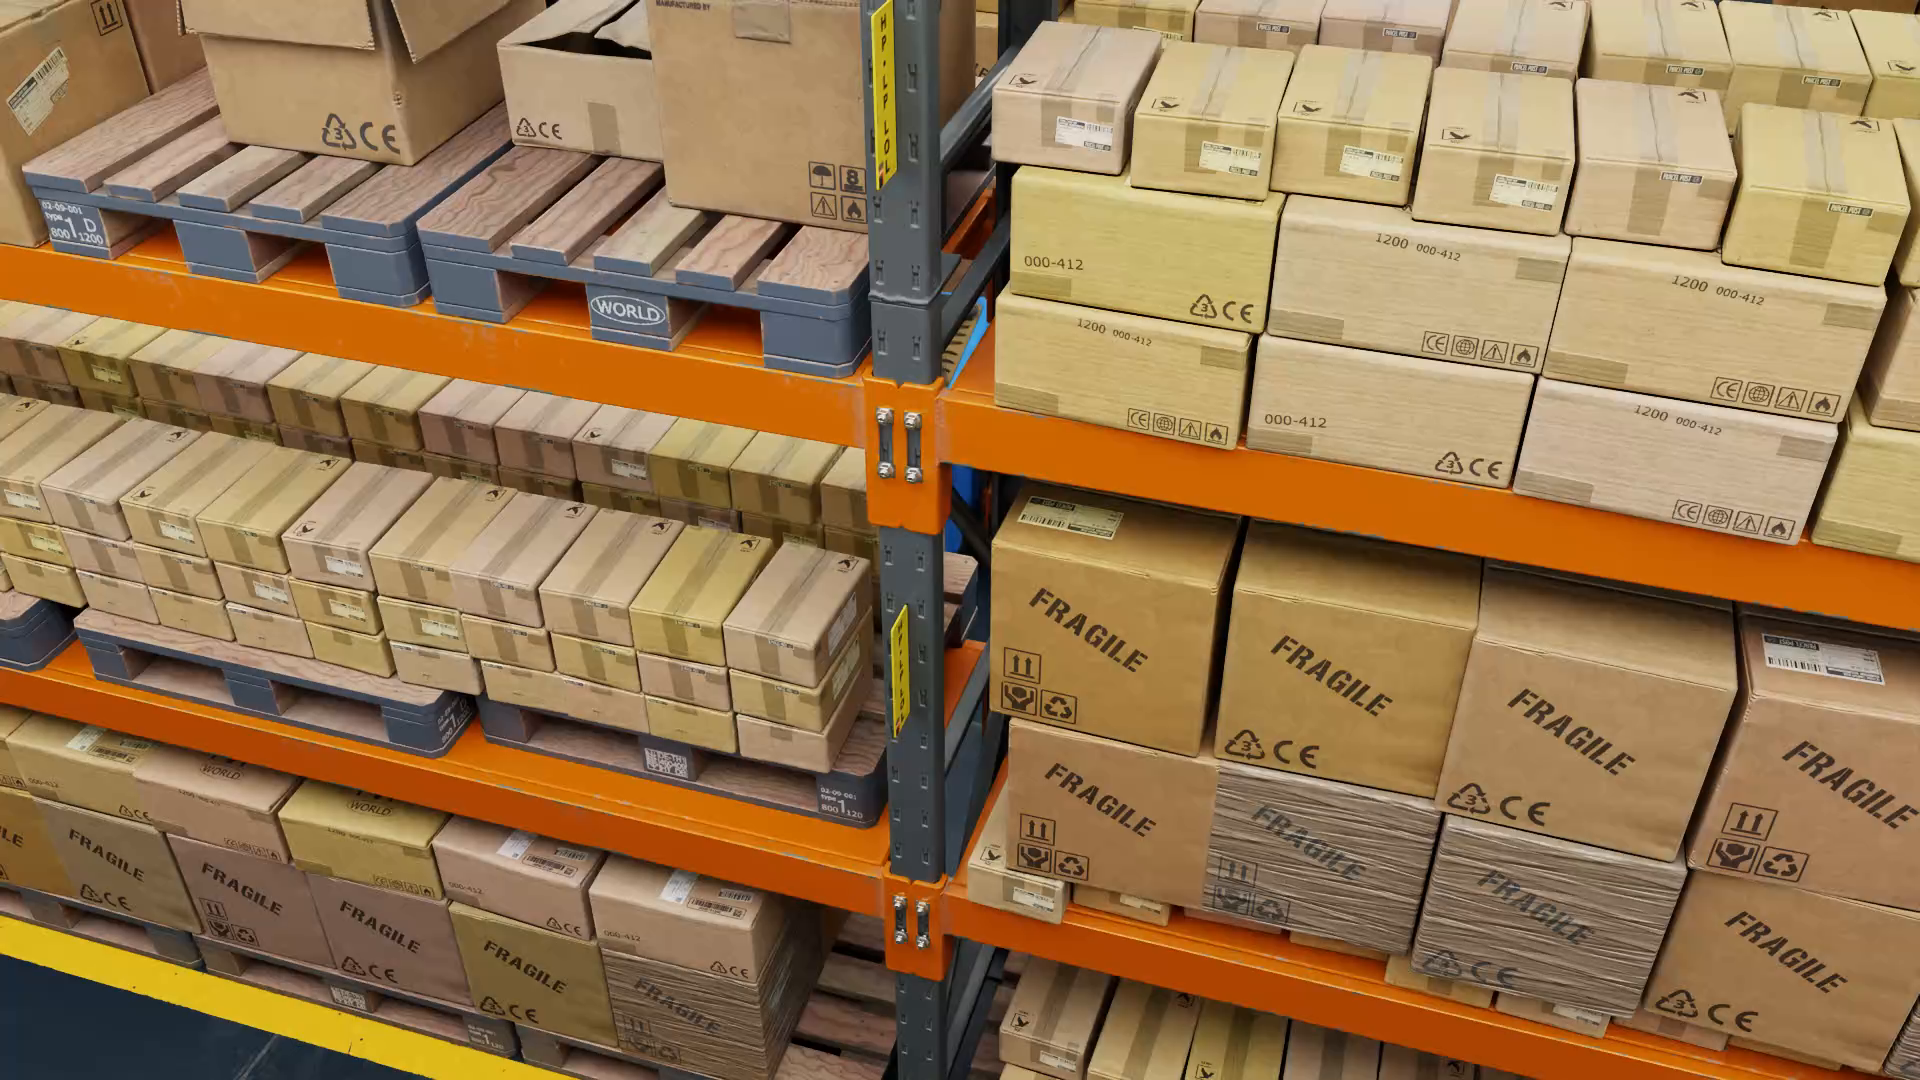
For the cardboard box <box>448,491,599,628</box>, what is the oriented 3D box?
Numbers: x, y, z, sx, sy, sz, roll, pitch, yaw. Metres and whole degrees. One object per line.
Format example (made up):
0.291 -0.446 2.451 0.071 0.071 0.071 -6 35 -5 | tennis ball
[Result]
-1.169 0.048 4.510 0.250 0.149 0.380 10 38 14 | cardboard box

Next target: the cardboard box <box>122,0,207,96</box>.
-2.214 -1.370 4.466 0.500 0.500 0.500 10 38 14 | cardboard box

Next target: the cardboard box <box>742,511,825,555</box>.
-0.461 -0.106 4.970 0.250 0.149 0.380 10 37 13 | cardboard box

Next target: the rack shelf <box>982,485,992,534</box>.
0.644 -0.191 7.473 1.000 0.278 0.538 8 37 10 | rack shelf

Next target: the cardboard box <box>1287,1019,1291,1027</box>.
1.154 1.369 5.159 0.250 0.149 0.380 11 38 14 | cardboard box

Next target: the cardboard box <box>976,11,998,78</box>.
0.102 -2.480 8.505 0.500 0.500 0.500 10 38 13 | cardboard box

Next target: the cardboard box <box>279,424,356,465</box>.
-1.953 -0.382 5.345 0.250 0.149 0.380 11 38 15 | cardboard box

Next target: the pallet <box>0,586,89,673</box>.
-3.080 -0.108 5.528 1.003 0.211 1.213 10 38 14 | pallet

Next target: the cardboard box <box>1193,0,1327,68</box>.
0.661 -1.111 3.567 0.250 0.149 0.380 11 38 15 | cardboard box

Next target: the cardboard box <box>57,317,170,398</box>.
-2.699 -0.639 5.443 0.250 0.149 0.380 12 38 15 | cardboard box

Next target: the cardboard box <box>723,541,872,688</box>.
-0.416 0.188 4.319 0.250 0.149 0.380 12 38 16 | cardboard box

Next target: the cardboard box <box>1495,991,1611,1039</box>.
1.470 0.998 4.075 0.250 0.149 0.380 12 38 16 | cardboard box

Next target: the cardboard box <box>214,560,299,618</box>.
-1.903 0.033 4.781 0.250 0.149 0.380 12 38 16 | cardboard box

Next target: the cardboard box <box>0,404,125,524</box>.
-2.666 -0.228 4.885 0.250 0.149 0.380 9 37 12 | cardboard box

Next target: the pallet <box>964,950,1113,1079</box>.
0.677 1.678 5.292 1.213 0.211 1.003 10 38 14 | pallet

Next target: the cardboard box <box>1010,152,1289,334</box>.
0.413 -0.672 3.306 0.500 0.250 0.500 12 38 15 | cardboard box

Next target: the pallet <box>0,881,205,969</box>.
-3.047 1.011 6.198 1.213 0.211 1.003 10 38 14 | pallet

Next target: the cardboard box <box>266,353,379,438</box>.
-1.954 -0.501 5.256 0.250 0.149 0.380 12 38 16 | cardboard box

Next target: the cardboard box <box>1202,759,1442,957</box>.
0.898 0.610 4.056 0.500 0.500 0.500 10 38 14 | cardboard box

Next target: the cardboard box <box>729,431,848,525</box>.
-0.481 -0.227 4.883 0.250 0.149 0.380 12 38 15 | cardboard box

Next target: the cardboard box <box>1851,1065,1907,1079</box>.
2.245 1.089 3.951 0.250 0.149 0.380 9 37 12 | cardboard box

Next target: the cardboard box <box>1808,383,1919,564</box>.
1.859 -0.179 3.059 0.500 0.250 0.500 12 38 16 | cardboard box

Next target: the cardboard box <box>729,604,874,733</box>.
-0.413 0.310 4.405 0.250 0.149 0.380 12 38 15 | cardboard box

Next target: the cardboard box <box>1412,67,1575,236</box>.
0.972 -0.714 3.027 0.250 0.149 0.380 9 37 13 | cardboard box

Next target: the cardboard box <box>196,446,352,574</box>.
-1.917 -0.089 4.696 0.250 0.149 0.380 10 38 13 | cardboard box

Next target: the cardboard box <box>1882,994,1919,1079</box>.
2.361 0.891 3.673 0.500 0.500 0.500 11 38 14 | cardboard box

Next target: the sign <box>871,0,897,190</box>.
-0.137 -0.804 3.013 0.005 0.325 0.100 10 38 14 | sign

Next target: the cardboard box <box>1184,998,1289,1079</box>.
0.794 1.473 4.767 0.250 0.149 0.380 10 38 13 | cardboard box

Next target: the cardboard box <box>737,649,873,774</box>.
-0.413 0.430 4.492 0.250 0.149 0.380 10 37 13 | cardboard box

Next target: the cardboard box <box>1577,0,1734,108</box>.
1.403 -0.973 3.379 0.250 0.149 0.380 9 37 12 | cardboard box

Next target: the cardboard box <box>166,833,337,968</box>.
-2.221 1.031 5.573 0.500 0.500 0.500 10 37 13 | cardboard box

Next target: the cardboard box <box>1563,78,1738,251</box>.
1.225 -0.680 2.981 0.250 0.149 0.380 9 37 12 | cardboard box

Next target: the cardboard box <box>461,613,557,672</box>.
-1.163 0.173 4.591 0.250 0.149 0.380 9 37 12 | cardboard box

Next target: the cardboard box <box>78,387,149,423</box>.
-2.678 -0.517 5.529 0.250 0.149 0.380 11 38 15 | cardboard box

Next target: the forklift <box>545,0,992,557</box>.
-1.385 -1.316 7.066 3.031 2.935 1.130 8 37 10 | forklift

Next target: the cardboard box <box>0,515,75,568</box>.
-2.635 -0.103 4.966 0.250 0.149 0.380 11 38 14 | cardboard box

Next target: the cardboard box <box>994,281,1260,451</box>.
0.389 -0.460 3.441 0.500 0.250 0.500 12 38 16 | cardboard box

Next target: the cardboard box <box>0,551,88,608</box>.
-2.654 0.017 5.055 0.250 0.149 0.380 12 38 16 | cardboard box

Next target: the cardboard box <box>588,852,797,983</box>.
-0.761 1.003 4.978 0.500 0.250 0.500 10 37 13 | cardboard box

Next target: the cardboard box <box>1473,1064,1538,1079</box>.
1.553 1.599 4.596 0.250 0.149 0.380 9 37 12 | cardboard box

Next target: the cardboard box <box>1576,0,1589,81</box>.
2.948 -2.283 7.565 0.500 0.500 0.500 9 37 12 | cardboard box

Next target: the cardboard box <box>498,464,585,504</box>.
-1.214 -0.243 5.157 0.250 0.149 0.380 12 38 16 | cardboard box

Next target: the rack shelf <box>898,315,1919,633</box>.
1.935 -0.108 3.443 4.000 0.370 1.077 10 38 14 | rack shelf

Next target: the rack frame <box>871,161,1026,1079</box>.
0.026 0.456 4.599 0.127 3.000 1.000 10 38 14 | rack frame

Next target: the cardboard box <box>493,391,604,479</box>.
-1.207 -0.364 5.070 0.250 0.149 0.380 10 38 14 | cardboard box

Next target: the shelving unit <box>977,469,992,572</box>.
0.644 -0.388 7.328 1.048 1.125 0.538 8 37 10 | shelving unit

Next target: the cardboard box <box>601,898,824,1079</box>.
-0.756 1.306 5.200 0.500 0.500 0.500 10 37 13 | cardboard box

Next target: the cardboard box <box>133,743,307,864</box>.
-2.254 0.728 5.352 0.500 0.250 0.500 11 38 14 | cardboard box

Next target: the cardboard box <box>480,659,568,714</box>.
-1.137 0.295 4.676 0.250 0.149 0.380 9 37 12 | cardboard box

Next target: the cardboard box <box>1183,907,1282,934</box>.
0.737 0.814 4.326 0.250 0.149 0.380 9 37 12 | cardboard box

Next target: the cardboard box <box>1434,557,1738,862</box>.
1.355 0.301 3.632 0.500 0.500 0.500 11 38 15 | cardboard box

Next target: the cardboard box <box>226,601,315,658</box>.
-1.911 0.155 4.867 0.250 0.149 0.380 9 37 12 | cardboard box

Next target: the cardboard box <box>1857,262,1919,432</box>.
1.873 -0.401 2.938 0.500 0.250 0.500 9 37 12 | cardboard box

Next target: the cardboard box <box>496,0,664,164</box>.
-0.752 -1.159 3.985 0.500 0.311 0.500 10 38 13 | cardboard box

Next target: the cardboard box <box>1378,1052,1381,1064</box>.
1.211 1.531 5.190 0.250 0.149 0.380 10 37 13 | cardboard box
